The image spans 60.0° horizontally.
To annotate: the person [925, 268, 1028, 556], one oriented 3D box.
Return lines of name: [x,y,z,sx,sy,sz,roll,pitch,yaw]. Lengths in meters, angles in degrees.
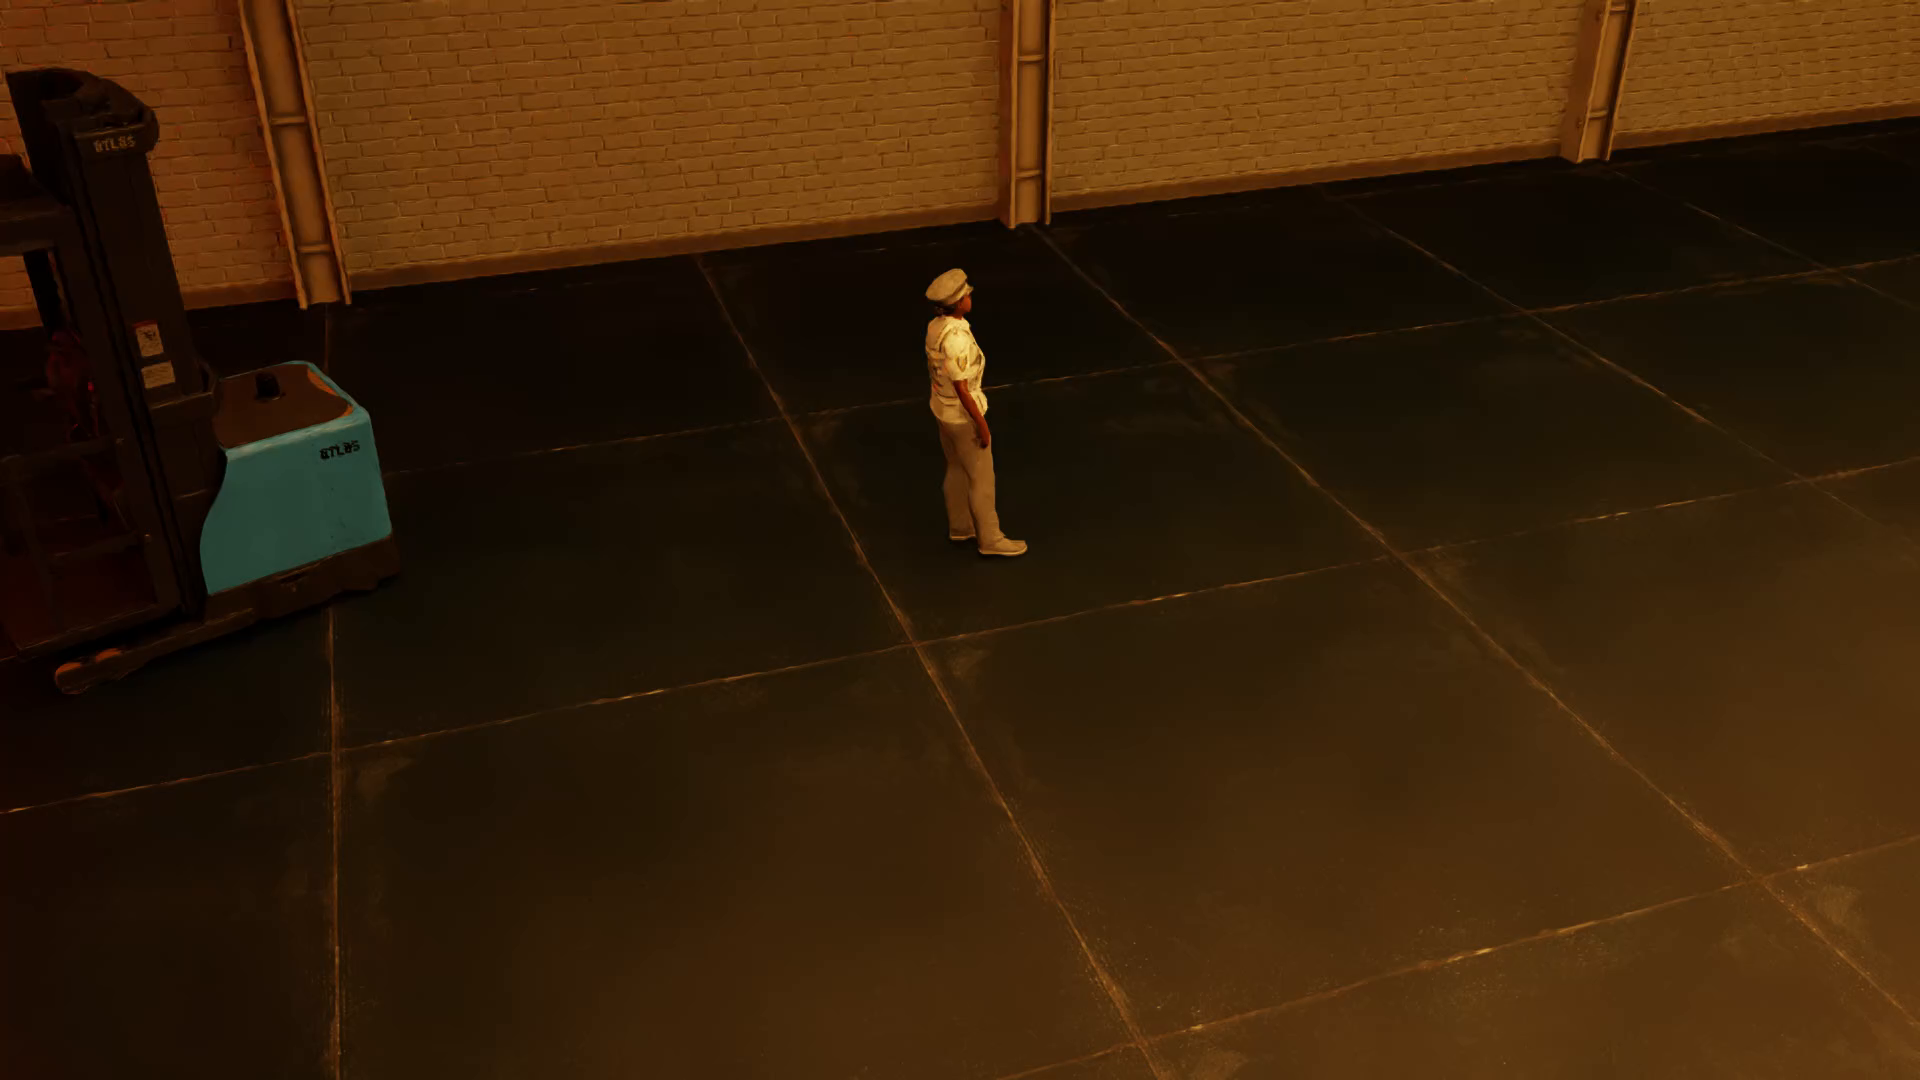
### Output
person: [0.077,-0.744,9.604,0.529,1.695,0.570,-10,31,-16]

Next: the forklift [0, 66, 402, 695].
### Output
forklift: [-4.692,-0.767,8.420,3.031,2.935,1.130,-22,36,-33]
